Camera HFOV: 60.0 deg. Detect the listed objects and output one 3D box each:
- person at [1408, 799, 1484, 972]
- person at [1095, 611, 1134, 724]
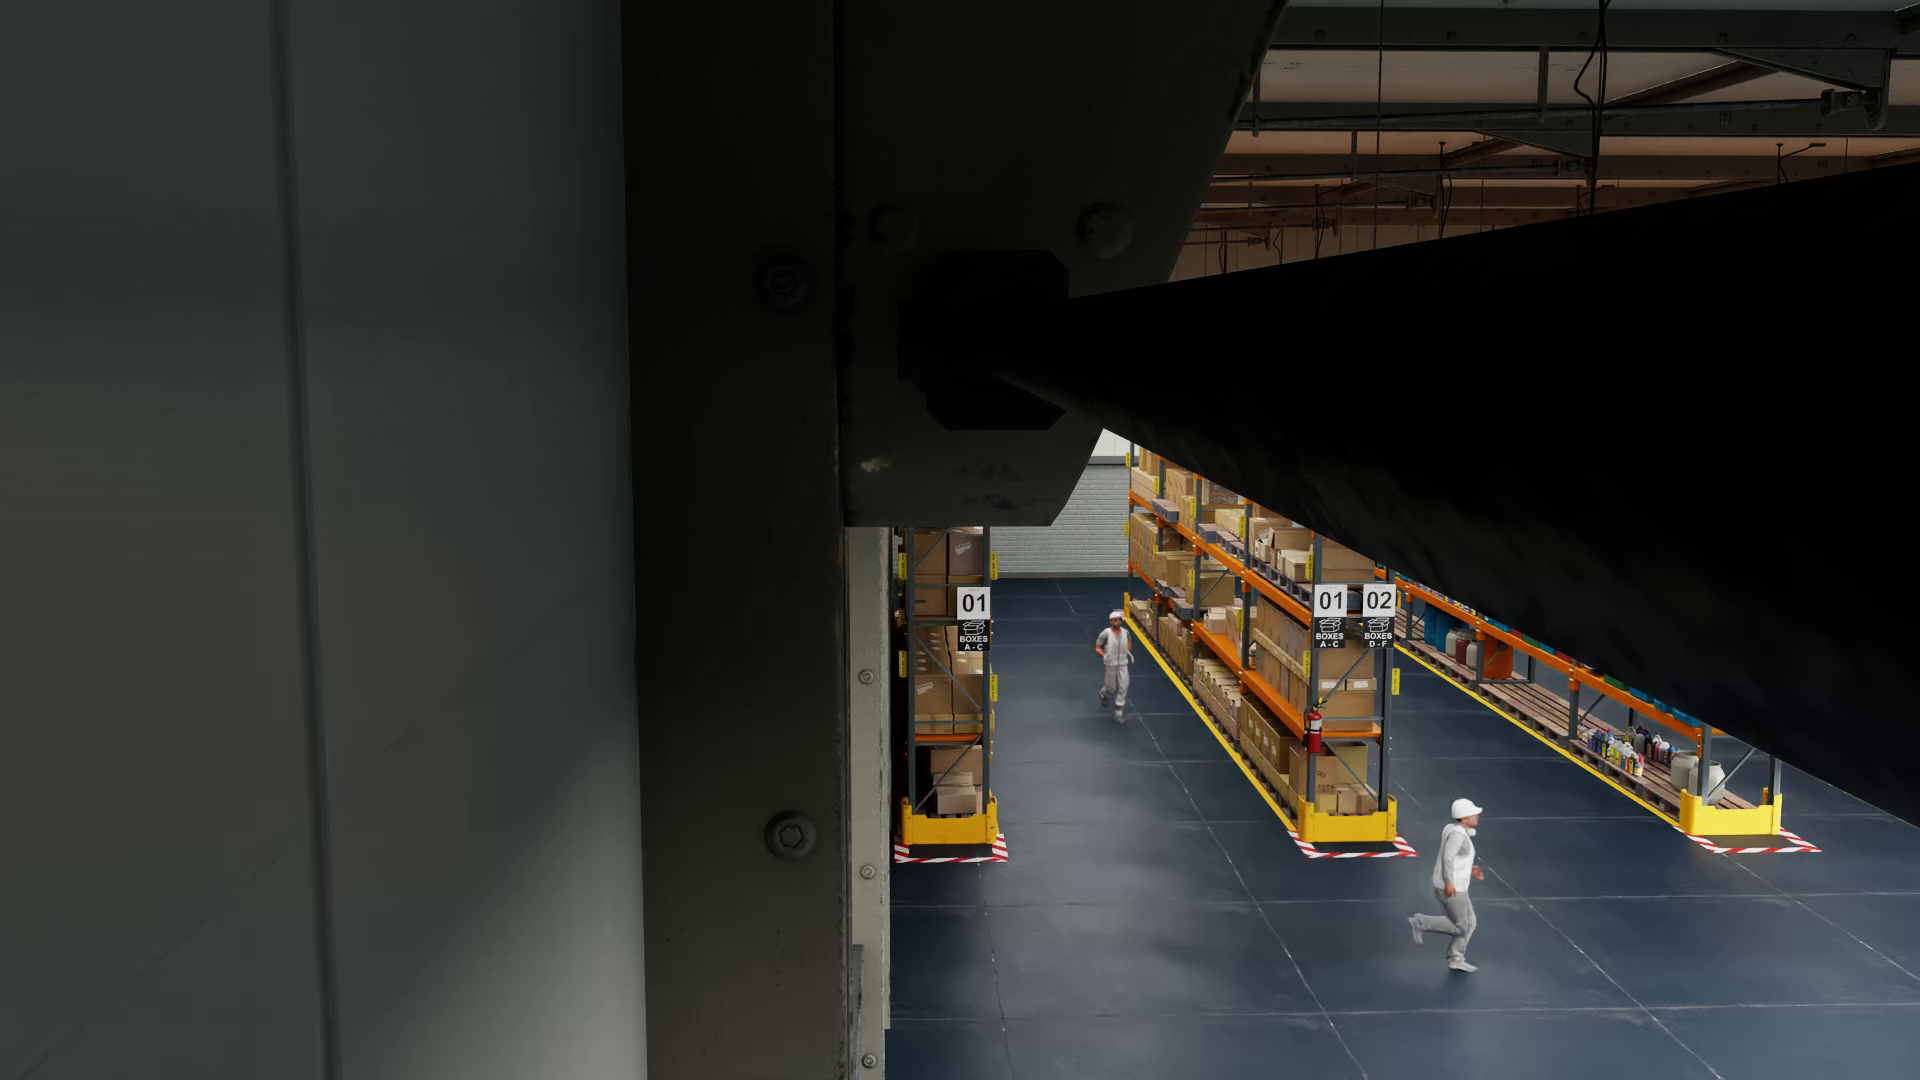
[{"bbox_3d":[4.811,3.402,16.434,0.705,1.737,0.684,2,8,15],"label":"person"},{"bbox_3d":[2.508,2.025,26.874,0.657,1.771,0.863,-2,8,-15],"label":"person"}]
